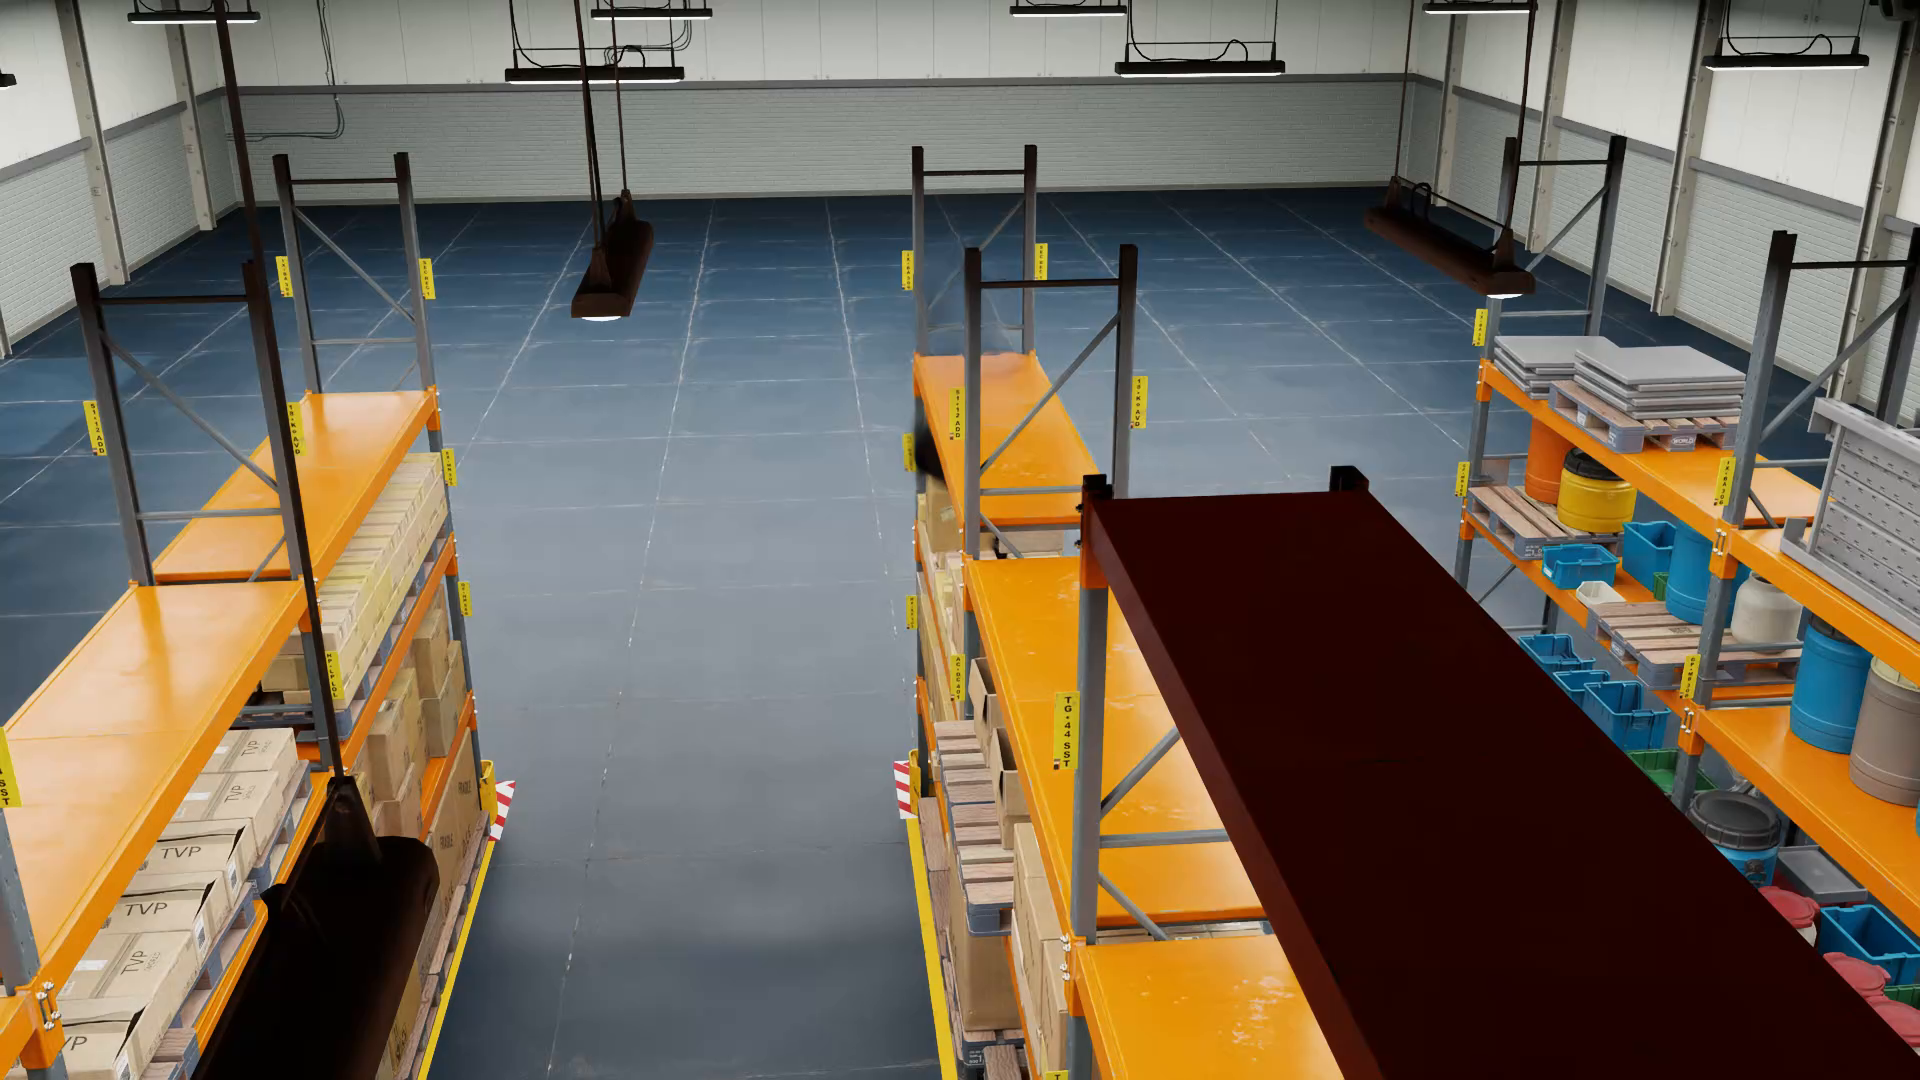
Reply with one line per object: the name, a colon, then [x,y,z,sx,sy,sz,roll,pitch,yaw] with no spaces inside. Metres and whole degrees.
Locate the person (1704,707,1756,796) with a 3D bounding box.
person: [7.025,1.522,15.333,0.899,1.828,0.669,19,29,40]
